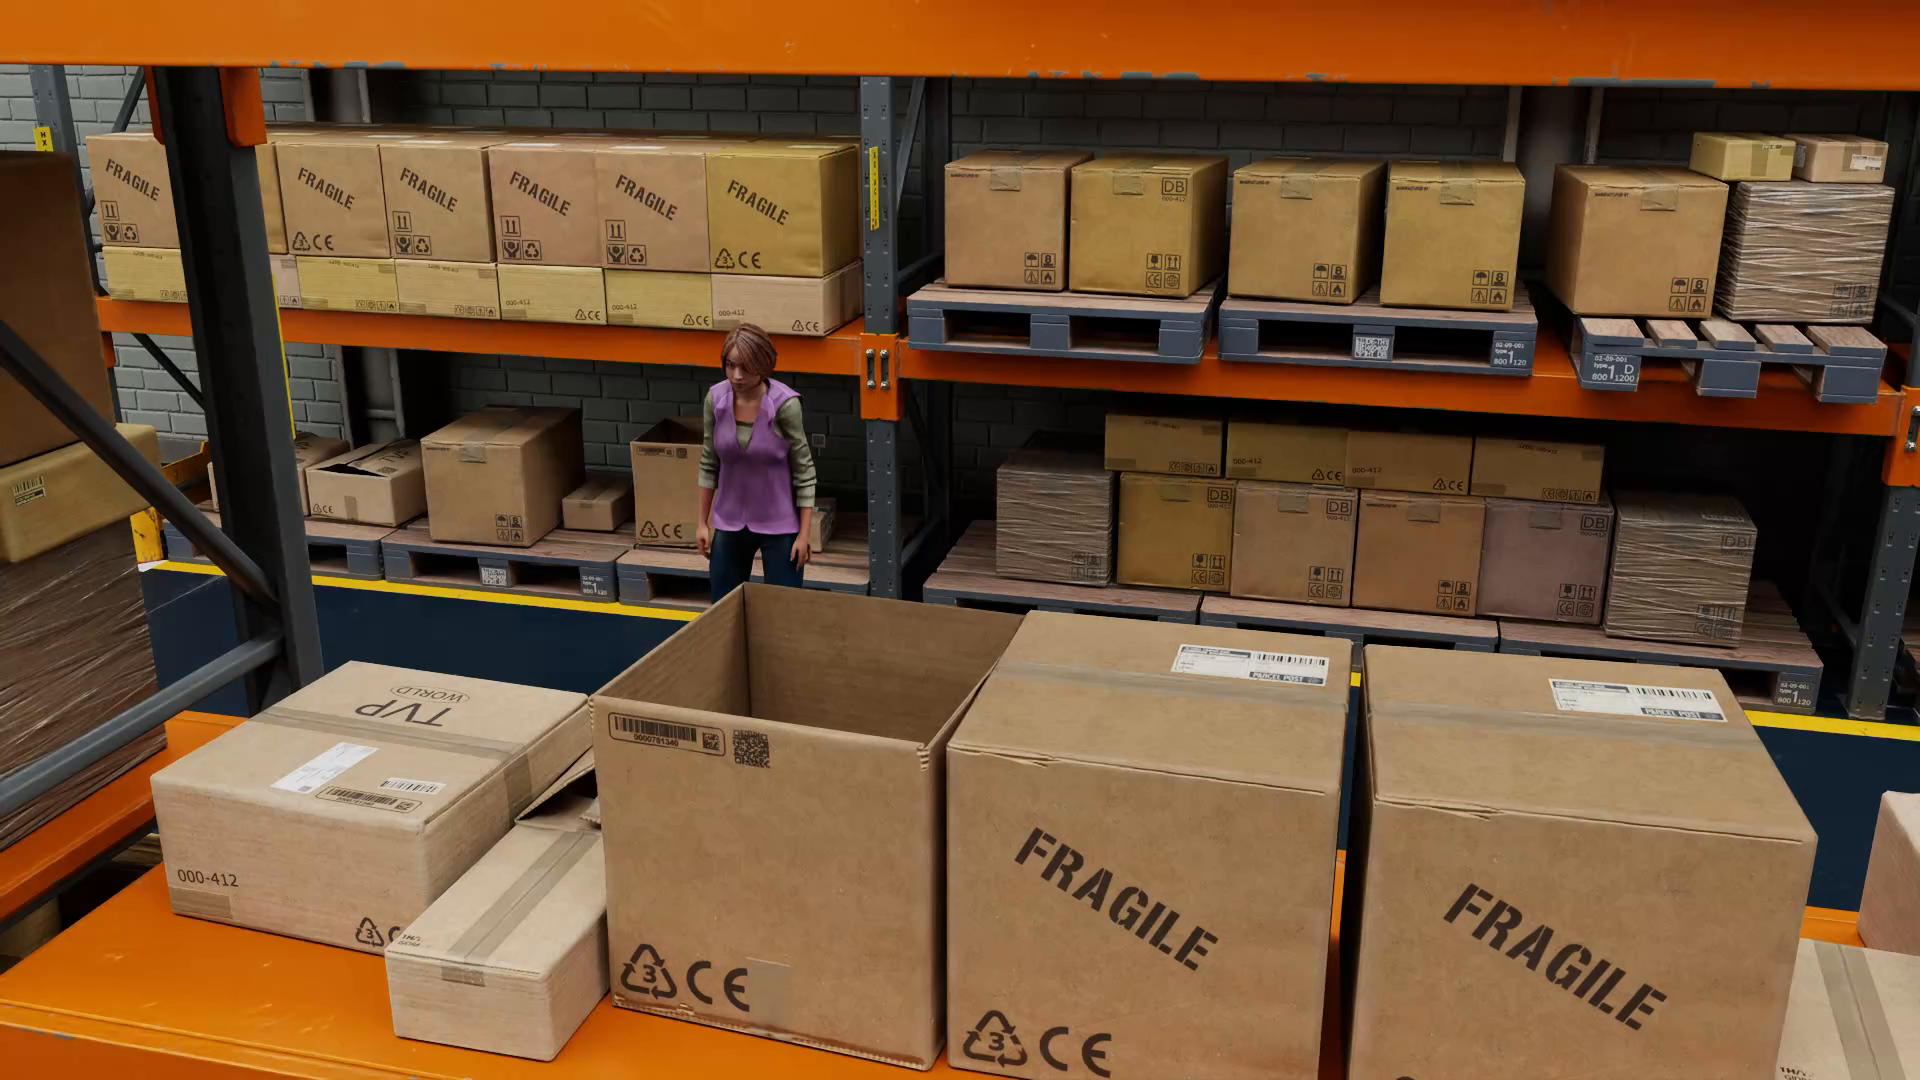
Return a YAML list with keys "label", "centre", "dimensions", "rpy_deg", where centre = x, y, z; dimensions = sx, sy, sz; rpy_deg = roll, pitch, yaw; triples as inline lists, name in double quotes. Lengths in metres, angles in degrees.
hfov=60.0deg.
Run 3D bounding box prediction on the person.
- label: "person"
  centre: [-0.751, -0.021, 6.143]
  dimensions: [0.459, 1.591, 0.347]
  rpy_deg: [5, 19, 14]
